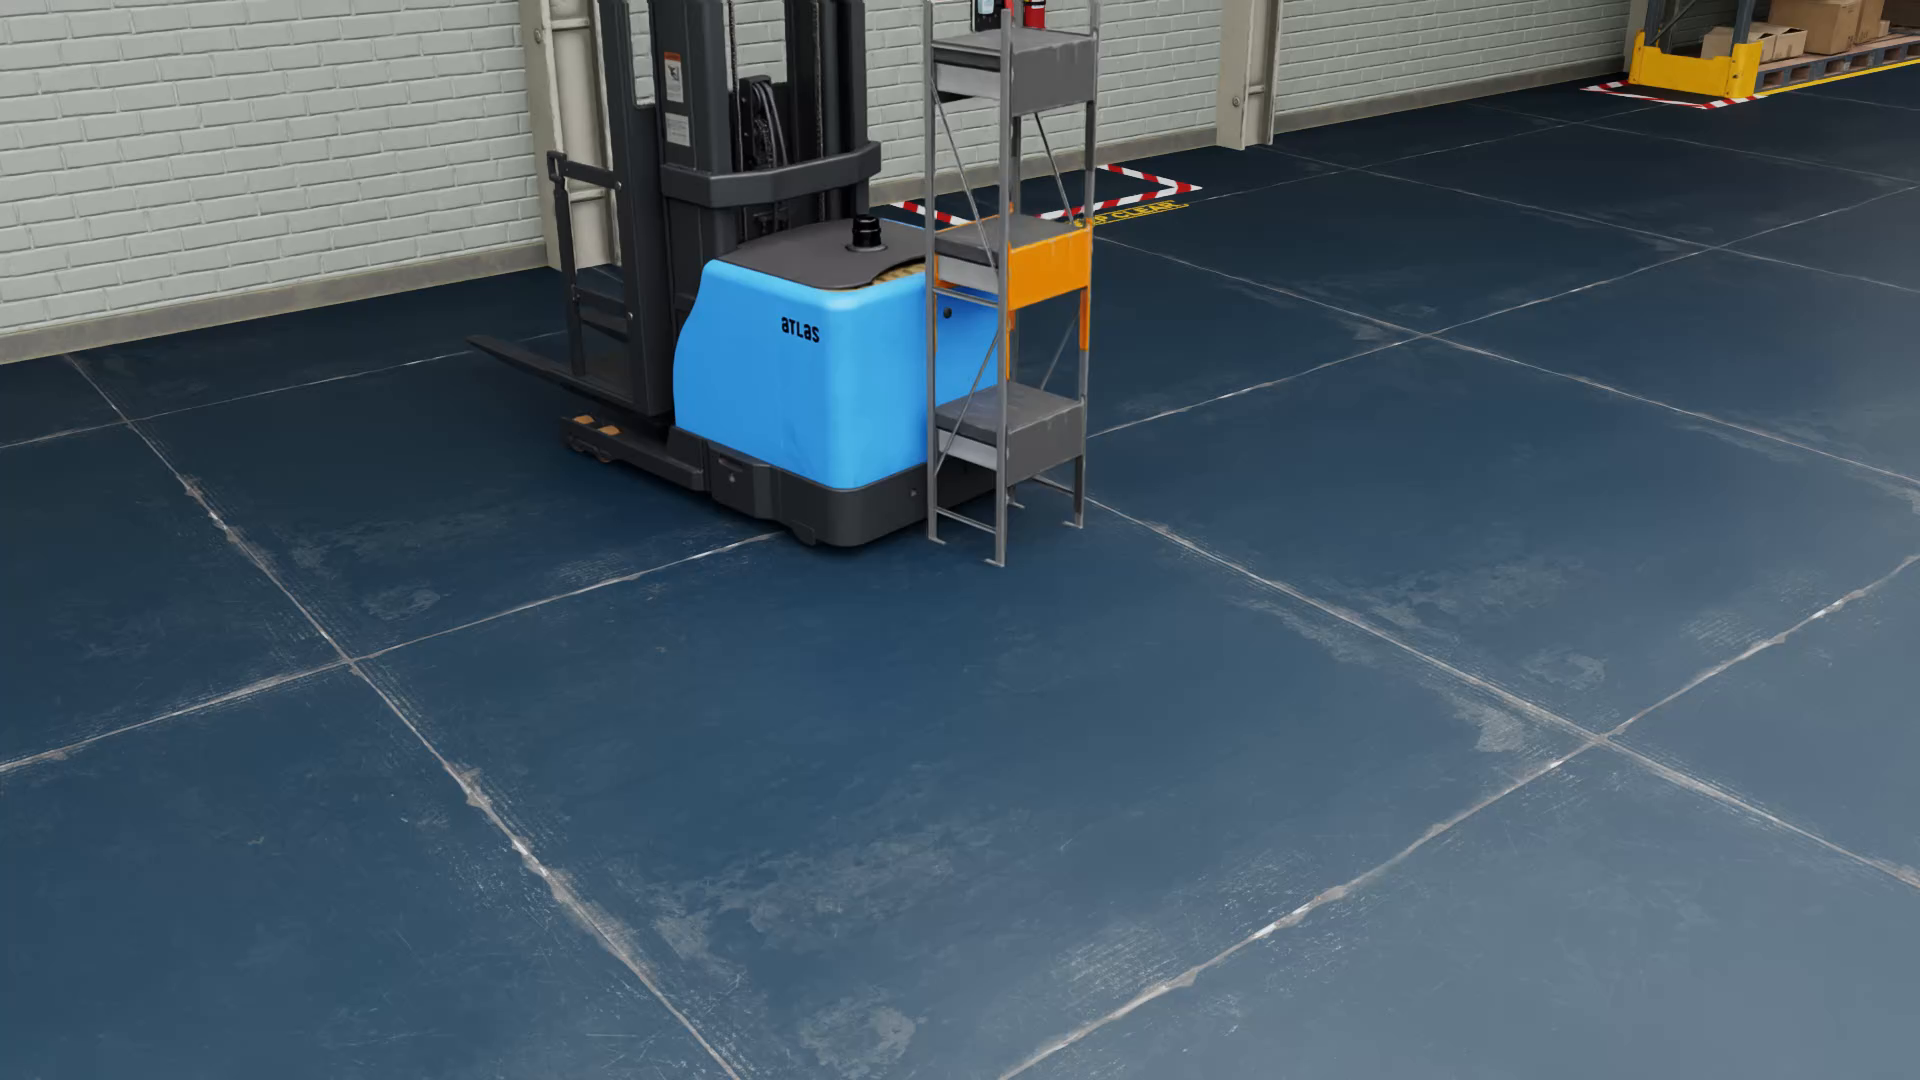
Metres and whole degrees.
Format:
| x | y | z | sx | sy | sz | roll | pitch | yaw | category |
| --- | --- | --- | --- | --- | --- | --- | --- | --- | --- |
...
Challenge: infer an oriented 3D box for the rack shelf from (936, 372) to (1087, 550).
| x | y | z | sx | sy | sz | roll | pitch | yaw | category |
| --- | --- | --- | --- | --- | --- | --- | --- | --- | --- |
| 0.187 | -0.328 | 6.657 | 0.431 | 0.518 | 0.480 | 21 | 32 | 38 | rack shelf |

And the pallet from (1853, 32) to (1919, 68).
| x | y | z | sx | sy | sz | roll | pitch | yaw | category |
| --- | --- | --- | --- | --- | --- | --- | --- | --- | --- |
| 9.705 | -5.338 | 18.000 | 1.213 | 0.211 | 1.003 | -18 | 31 | -34 | pallet |

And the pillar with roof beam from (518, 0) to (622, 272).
| x | y | z | sx | sy | sz | roll | pitch | yaw | category |
| --- | --- | --- | --- | --- | --- | --- | --- | --- | --- |
| 0.294 | -4.396 | 5.532 | 0.400 | 9.000 | 9.100 | -18 | 31 | -34 | pillar with roof beam |

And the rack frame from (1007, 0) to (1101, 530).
| x | y | z | sx | sy | sz | roll | pitch | yaw | category |
| --- | --- | --- | --- | --- | --- | --- | --- | --- | --- |
| 0.353 | -1.051 | 6.519 | 0.400 | 2.100 | 0.015 | 21 | 32 | 38 | rack frame |

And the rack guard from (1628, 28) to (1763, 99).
| x | y | z | sx | sy | sz | roll | pitch | yaw | category |
| --- | --- | --- | --- | --- | --- | --- | --- | --- | --- |
| 7.123 | -4.636 | 16.144 | 0.348 | 0.500 | 1.175 | -18 | 31 | -34 | rack guard |

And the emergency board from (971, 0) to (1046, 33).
| x | y | z | sx | sy | sz | roll | pitch | yaw | category |
| --- | --- | --- | --- | --- | --- | --- | --- | --- | --- |
| 0.391 | -4.030 | 11.870 | 0.643 | 1.169 | 0.194 | -18 | 31 | -34 | emergency board |

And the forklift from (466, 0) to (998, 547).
| x | y | z | sx | sy | sz | roll | pitch | yaw | category |
| --- | --- | --- | --- | --- | --- | --- | --- | --- | --- |
| -1.182 | -1.818 | 7.185 | 3.031 | 2.935 | 1.130 | 22 | 33 | 39 | forklift |

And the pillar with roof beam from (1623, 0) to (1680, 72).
| x | y | z | sx | sy | sz | roll | pitch | yaw | category |
| --- | --- | --- | --- | --- | --- | --- | --- | --- | --- |
| 9.737 | -7.513 | 12.249 | 0.400 | 9.000 | 9.100 | -18 | 31 | -34 | pillar with roof beam |

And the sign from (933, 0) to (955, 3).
| x | y | z | sx | sy | sz | roll | pitch | yaw | category |
| --- | --- | --- | --- | --- | --- | --- | --- | --- | --- |
| -0.108 | -3.937 | 11.627 | 0.234 | 0.329 | 0.001 | -18 | 31 | -34 | sign |

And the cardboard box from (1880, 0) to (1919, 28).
| x | y | z | sx | sy | sz | roll | pitch | yaw | category |
| --- | --- | --- | --- | --- | --- | --- | --- | --- | --- |
| 10.780 | -6.051 | 18.672 | 0.500 | 0.500 | 0.700 | -17 | 30 | -32 | cardboard box |

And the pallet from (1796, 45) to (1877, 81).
| x | y | z | sx | sy | sz | roll | pitch | yaw | category |
| --- | --- | --- | --- | --- | --- | --- | --- | --- | --- |
| 8.744 | -5.019 | 17.314 | 1.213 | 0.211 | 1.003 | -18 | 31 | -34 | pallet |

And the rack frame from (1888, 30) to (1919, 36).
| x | y | z | sx | sy | sz | roll | pitch | yaw | category |
| --- | --- | --- | --- | --- | --- | --- | --- | --- | --- |
| 10.211 | -6.789 | 17.814 | 0.127 | 3.000 | 1.000 | -18 | 31 | -34 | rack frame |

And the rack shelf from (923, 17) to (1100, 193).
| x | y | z | sx | sy | sz | roll | pitch | yaw | category |
| --- | --- | --- | --- | --- | --- | --- | --- | --- | --- |
| 0.187 | -1.598 | 6.068 | 0.431 | 0.518 | 0.480 | 21 | 32 | 38 | rack shelf |

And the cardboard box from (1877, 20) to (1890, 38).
| x | y | z | sx | sy | sz | roll | pitch | yaw | category |
| --- | --- | --- | --- | --- | --- | --- | --- | --- | --- |
| 9.809 | -5.554 | 17.997 | 0.380 | 0.166 | 0.250 | 22 | 33 | 39 | cardboard box |

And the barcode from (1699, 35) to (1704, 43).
| x | y | z | sx | sy | sz | roll | pitch | yaw | category |
| --- | --- | --- | --- | --- | --- | --- | --- | --- | --- |
| 7.431 | -5.021 | 16.666 | 0.075 | 0.075 | 0.001 | -18 | 31 | -34 | barcode |

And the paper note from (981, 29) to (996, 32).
| x | y | z | sx | sy | sz | roll | pitch | yaw | category |
| --- | --- | --- | --- | --- | --- | --- | --- | --- | --- |
| 0.209 | -3.607 | 12.006 | 0.142 | 0.148 | 0.016 | -18 | 31 | -34 | paper note |

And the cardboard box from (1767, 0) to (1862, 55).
| x | y | z | sx | sy | sz | roll | pitch | yaw | category |
| --- | --- | --- | --- | --- | --- | --- | --- | --- | --- |
| 8.720 | -5.287 | 17.026 | 0.500 | 0.500 | 0.700 | -21 | 32 | -37 | cardboard box |

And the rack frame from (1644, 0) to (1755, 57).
| x | y | z | sx | sy | sz | roll | pitch | yaw | category |
| --- | --- | --- | --- | --- | --- | --- | --- | --- | --- |
| 7.064 | -5.750 | 15.576 | 0.127 | 3.000 | 1.000 | -18 | 31 | -34 | rack frame |

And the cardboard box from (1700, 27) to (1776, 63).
| x | y | z | sx | sy | sz | roll | pitch | yaw | category |
| --- | --- | --- | --- | --- | --- | --- | --- | --- | --- |
| 7.664 | -4.879 | 16.372 | 0.500 | 0.311 | 0.500 | -23 | 33 | -40 | cardboard box |

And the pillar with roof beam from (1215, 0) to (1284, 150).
| x | y | z | sx | sy | sz | roll | pitch | yaw | category |
| --- | --- | --- | --- | --- | --- | --- | --- | --- | --- |
| 5.016 | -5.954 | 8.891 | 0.400 | 9.000 | 9.100 | -18 | 31 | -34 | pillar with roof beam |

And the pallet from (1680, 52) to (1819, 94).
| x | y | z | sx | sy | sz | roll | pitch | yaw | category |
| --- | --- | --- | --- | --- | --- | --- | --- | --- | --- |
| 7.784 | -4.704 | 16.635 | 1.213 | 0.211 | 1.003 | -18 | 31 | -34 | pallet |

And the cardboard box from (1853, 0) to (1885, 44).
| x | y | z | sx | sy | sz | roll | pitch | yaw | category |
| --- | --- | --- | --- | --- | --- | --- | --- | --- | --- |
| 9.419 | -5.572 | 17.639 | 0.500 | 0.500 | 0.500 | -21 | 32 | -38 | cardboard box |

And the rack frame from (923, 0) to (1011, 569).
| x | y | z | sx | sy | sz | roll | pitch | yaw | category |
| --- | --- | --- | --- | --- | --- | --- | --- | --- | --- |
| 0.022 | -0.899 | 6.194 | 0.400 | 2.100 | 0.015 | 21 | 32 | 38 | rack frame |

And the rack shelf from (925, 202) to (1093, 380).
| x | y | z | sx | sy | sz | roll | pitch | yaw | category |
| --- | --- | --- | --- | --- | --- | --- | --- | --- | --- |
| 0.187 | -0.963 | 6.362 | 0.431 | 0.518 | 0.480 | 21 | 32 | 38 | rack shelf |

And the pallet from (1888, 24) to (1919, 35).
| x | y | z | sx | sy | sz | roll | pitch | yaw | category |
| --- | --- | --- | --- | --- | --- | --- | --- | --- | --- |
| 10.823 | -5.727 | 18.838 | 1.213 | 0.211 | 1.003 | -18 | 31 | -34 | pallet |

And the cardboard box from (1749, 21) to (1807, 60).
| x | y | z | sx | sy | sz | roll | pitch | yaw | category |
| --- | --- | --- | --- | --- | --- | --- | --- | --- | --- |
| 8.112 | -5.028 | 16.691 | 0.500 | 0.311 | 0.500 | -15 | 29 | -30 | cardboard box |

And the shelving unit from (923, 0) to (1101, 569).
| x | y | z | sx | sy | sz | roll | pitch | yaw | category |
| --- | --- | --- | --- | --- | --- | --- | --- | --- | --- |
| 0.187 | -0.975 | 6.357 | 0.431 | 2.100 | 0.503 | 21 | 32 | 38 | shelving unit |
